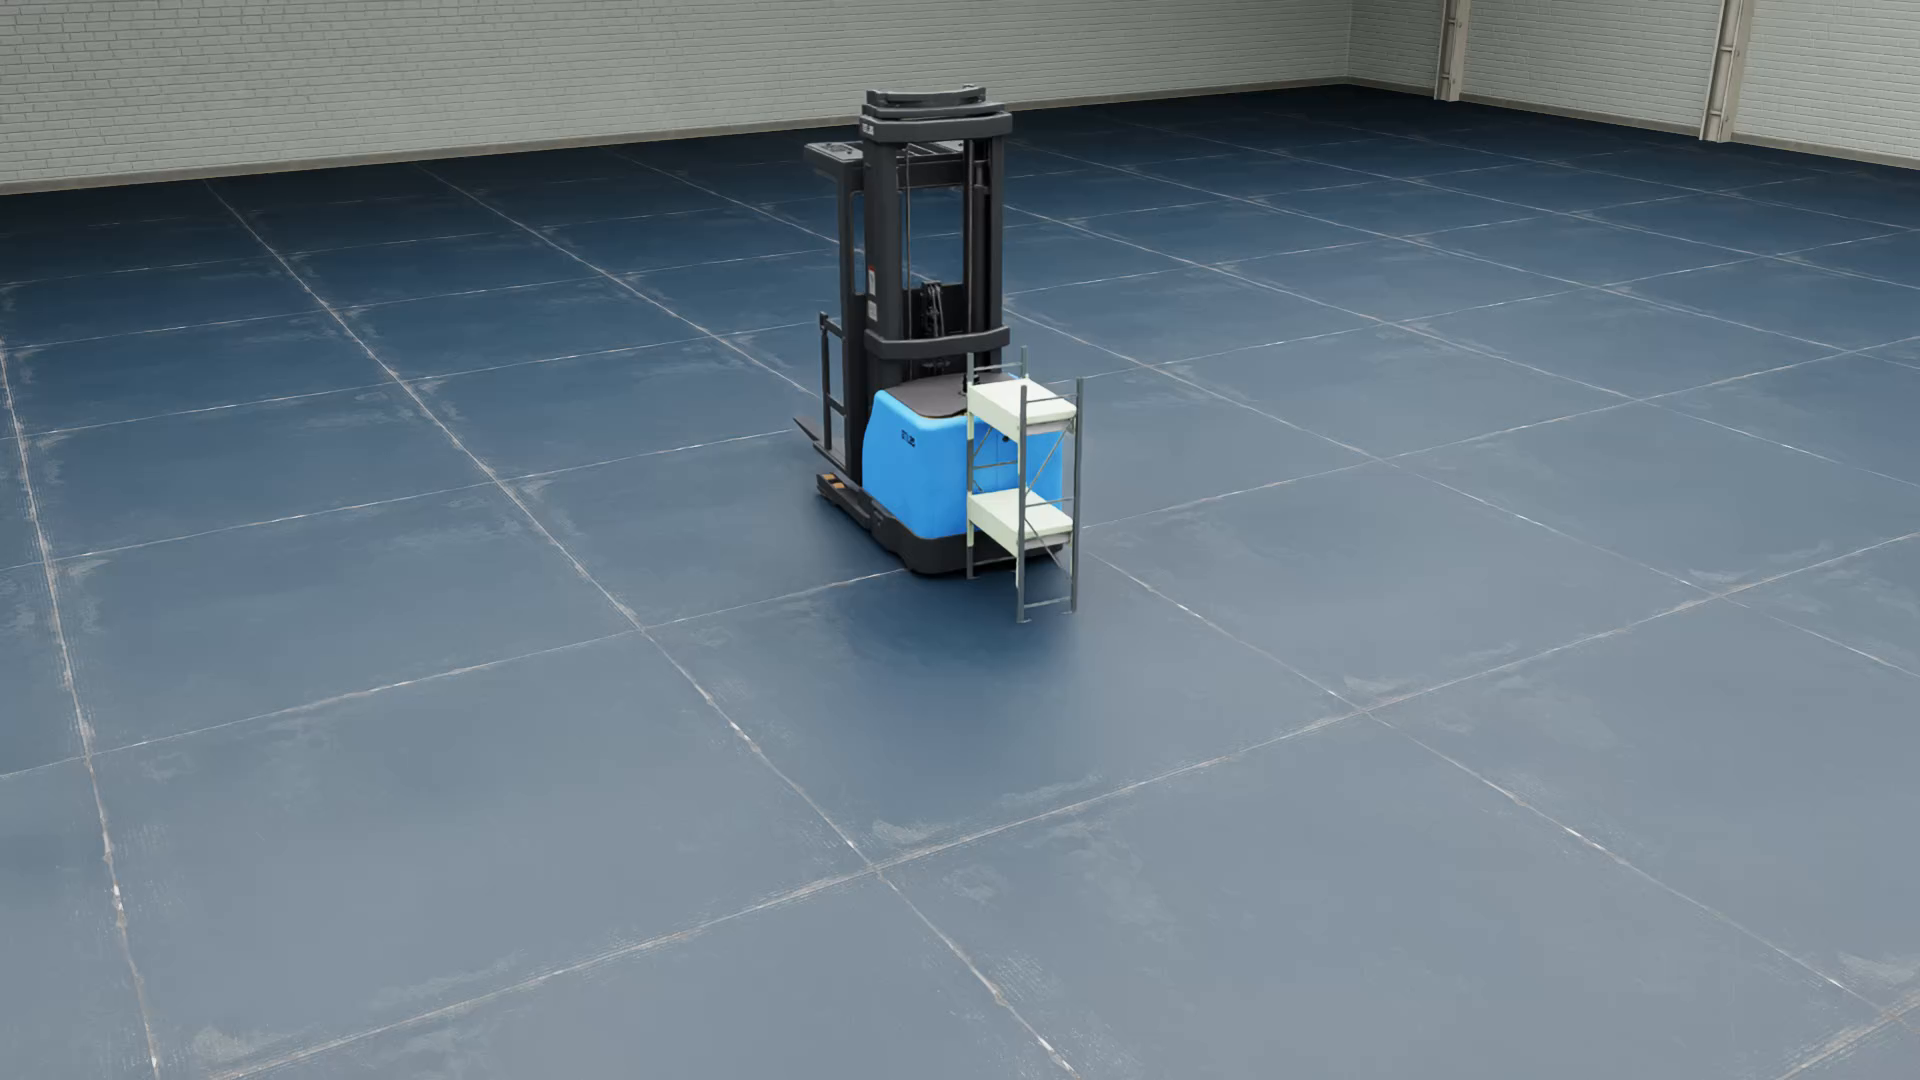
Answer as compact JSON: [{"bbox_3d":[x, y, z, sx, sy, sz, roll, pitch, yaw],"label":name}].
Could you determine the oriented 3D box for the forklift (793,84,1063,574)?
[{"bbox_3d":[-0.387,-1.663,11.509,1.130,2.935,3.031,-10,24,-22],"label":"forklift"}]

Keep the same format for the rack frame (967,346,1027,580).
[{"bbox_3d":[0.229,-0.469,10.475,0.400,1.500,0.023,-10,24,-22],"label":"rack frame"}]

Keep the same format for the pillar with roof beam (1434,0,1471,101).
[{"bbox_3d":[5.791,-11.927,28.705,9.100,9.000,0.400,-13,25,-28],"label":"pillar with roof beam"}]

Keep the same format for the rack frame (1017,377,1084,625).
[{"bbox_3d":[0.531,-0.218,9.857,0.400,1.500,0.023,-10,24,-22],"label":"rack frame"}]

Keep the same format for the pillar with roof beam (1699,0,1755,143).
[{"bbox_3d":[8.856,-9.985,23.927,9.100,9.000,0.400,-13,25,-28],"label":"pillar with roof beam"}]

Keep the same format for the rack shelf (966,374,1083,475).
[{"bbox_3d":[0.380,-0.705,10.019,0.431,0.370,0.720,-10,24,-22],"label":"rack shelf"}]

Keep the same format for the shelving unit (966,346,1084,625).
[{"bbox_3d":[0.380,-0.344,10.166,0.431,1.500,0.755,-10,24,-22],"label":"shelving unit"}]

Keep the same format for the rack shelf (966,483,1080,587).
[{"bbox_3d":[0.380,-0.042,10.288,0.431,0.370,0.720,-10,24,-22],"label":"rack shelf"}]
